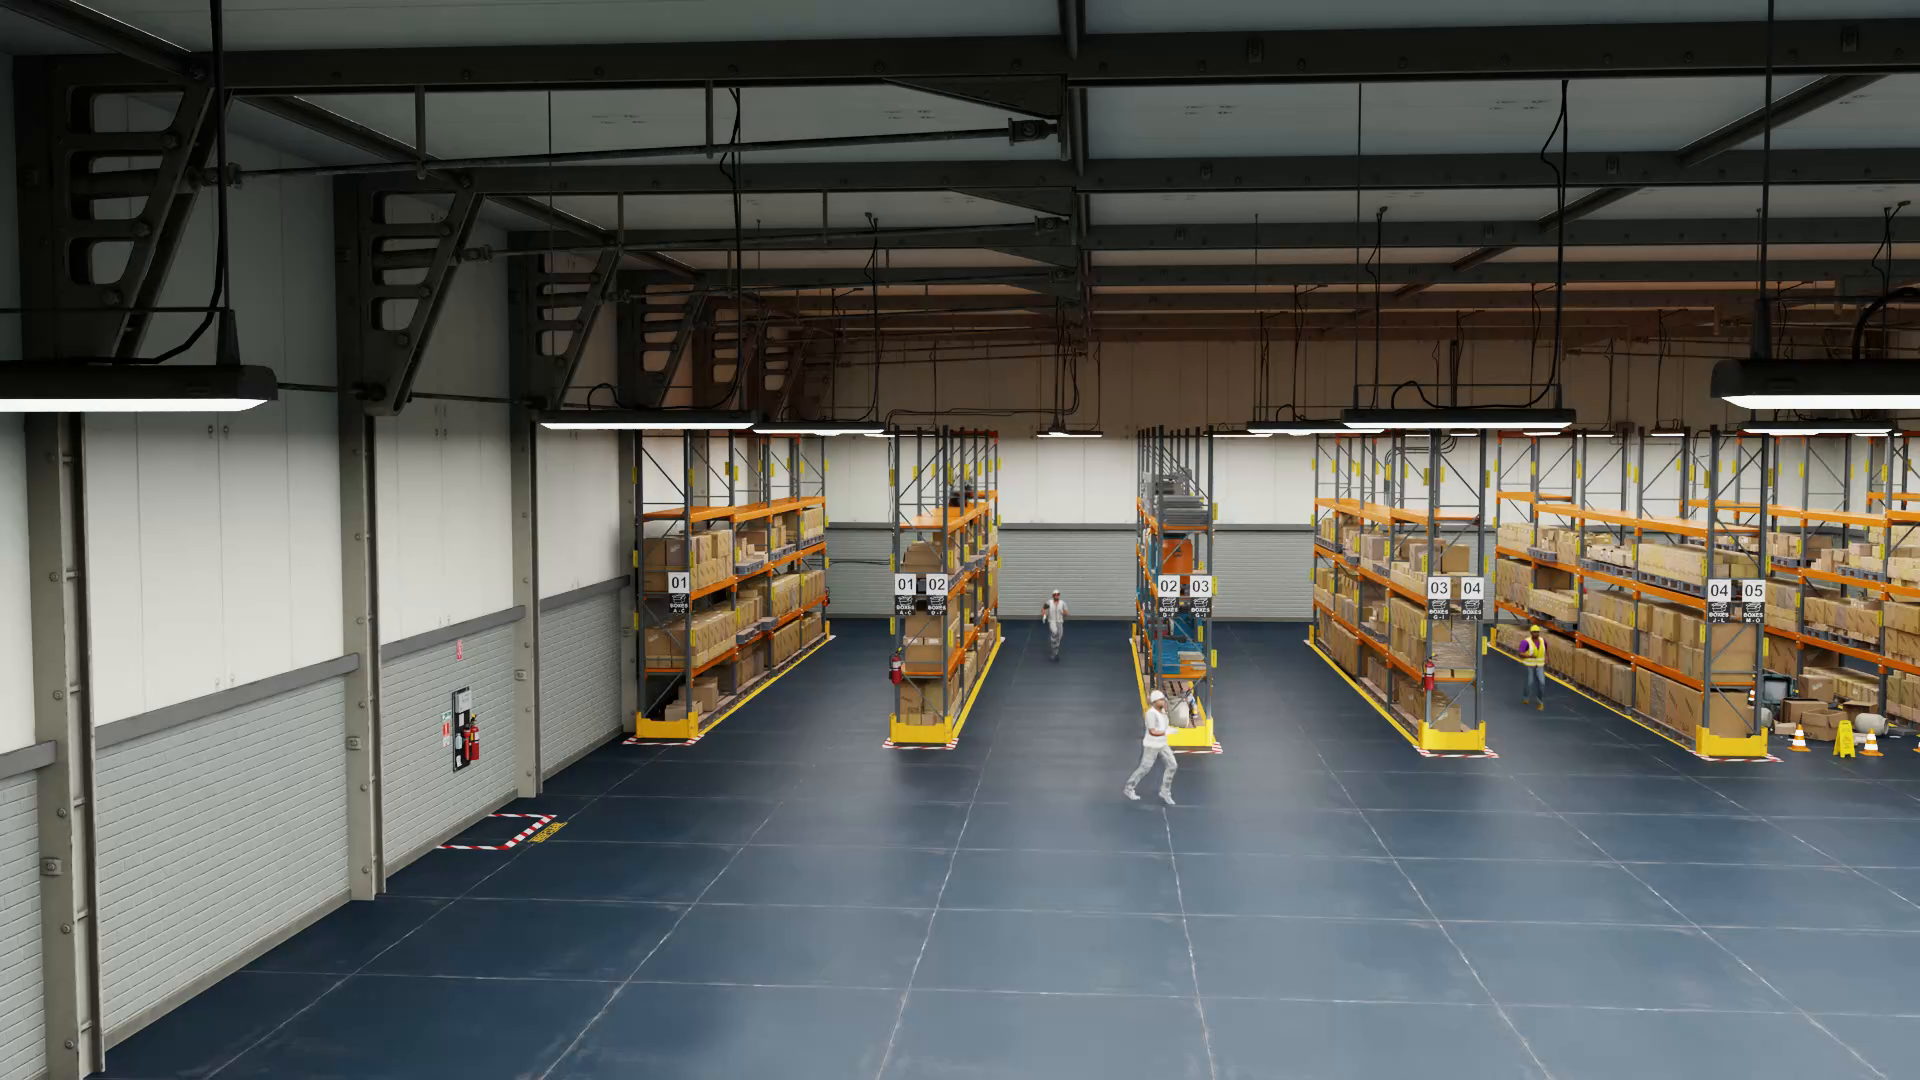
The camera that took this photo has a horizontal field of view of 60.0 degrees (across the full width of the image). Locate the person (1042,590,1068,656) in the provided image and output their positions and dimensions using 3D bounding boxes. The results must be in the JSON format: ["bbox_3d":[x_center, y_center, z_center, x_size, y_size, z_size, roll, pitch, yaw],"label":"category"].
[{"bbox_3d":[2.496,2.171,43.382,0.647,1.759,0.854,-1,3,-10],"label":"person"}]

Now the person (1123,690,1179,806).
[{"bbox_3d":[3.049,3.262,26.136,0.912,1.824,0.694,2,4,31],"label":"person"}]

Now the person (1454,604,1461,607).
[{"bbox_3d":[13.766,2.067,46.735,0.747,1.740,0.917,3,5,42],"label":"person"}]

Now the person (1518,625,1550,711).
[{"bbox_3d":[12.230,2.728,35.401,0.724,1.848,0.757,0,3,-1],"label":"person"}]

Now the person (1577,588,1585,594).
[{"bbox_3d":[16.838,2.150,45.045,0.686,1.748,0.633,0,3,-2],"label":"person"}]
